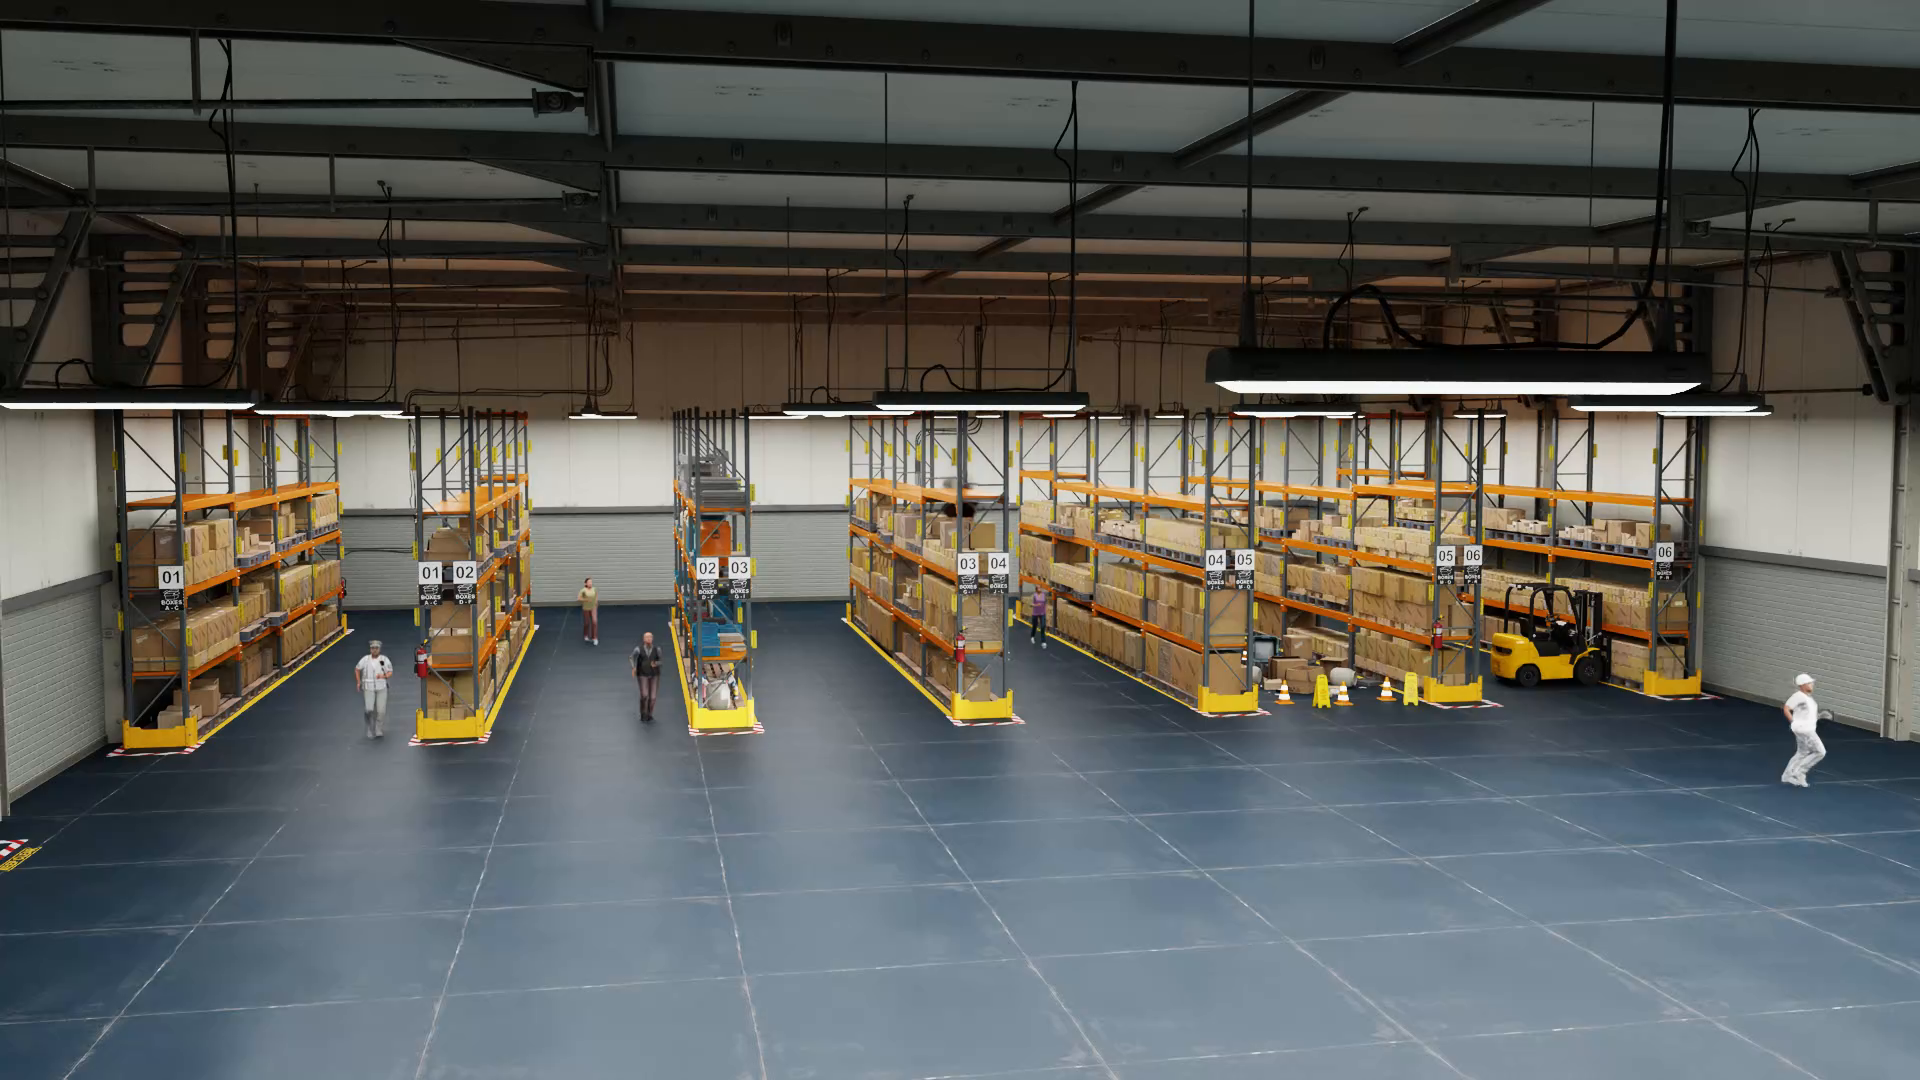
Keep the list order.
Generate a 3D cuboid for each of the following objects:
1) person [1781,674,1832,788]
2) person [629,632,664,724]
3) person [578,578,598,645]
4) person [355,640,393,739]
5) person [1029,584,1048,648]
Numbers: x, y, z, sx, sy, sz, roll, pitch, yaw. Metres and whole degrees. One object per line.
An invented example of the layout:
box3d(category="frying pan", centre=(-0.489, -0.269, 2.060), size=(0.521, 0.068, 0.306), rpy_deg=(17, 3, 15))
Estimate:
box3d(category="person", centre=(13.240, 2.983, 25.988), size=(0.683, 1.764, 0.662), rpy_deg=(2, 5, 32))
box3d(category="person", centre=(-5.937, 2.627, 31.657), size=(0.631, 1.722, 0.626), rpy_deg=(-2, 4, -21))
box3d(category="person", centre=(-9.578, 1.833, 42.906), size=(0.571, 1.684, 0.849), rpy_deg=(-2, 4, -25))
box3d(category="person", centre=(-10.599, 2.714, 30.108), size=(0.639, 1.795, 0.643), rpy_deg=(-2, 4, -21))
box3d(category="person", centre=(2.000, 1.901, 42.144), size=(0.533, 1.585, 0.907), rpy_deg=(-1, 4, -11))
